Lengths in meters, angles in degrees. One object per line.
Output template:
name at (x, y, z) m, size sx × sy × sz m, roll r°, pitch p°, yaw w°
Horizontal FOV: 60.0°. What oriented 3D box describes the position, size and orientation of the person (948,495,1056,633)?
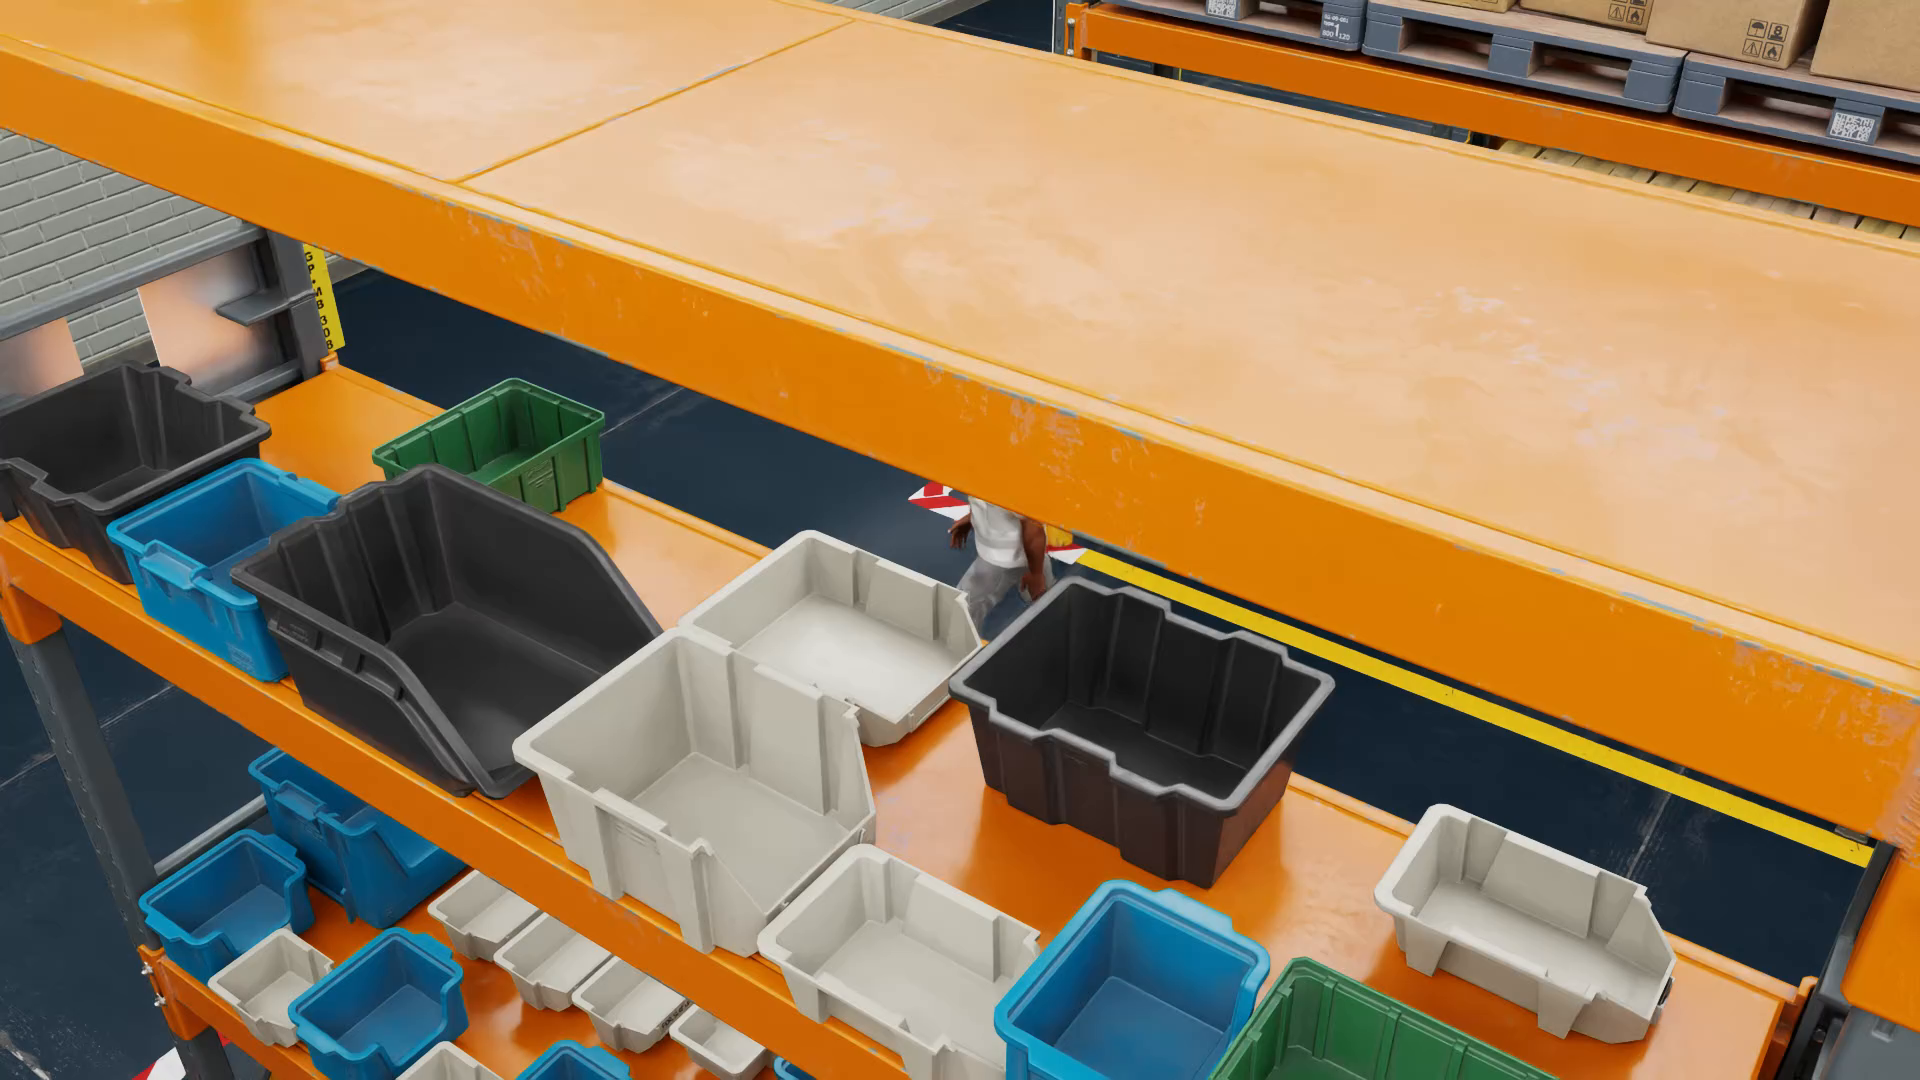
person at (0.151, -0.014, 7.316) m, size 1.070 × 1.704 × 0.564 m, roll 2°, pitch 34°, yaw 2°
